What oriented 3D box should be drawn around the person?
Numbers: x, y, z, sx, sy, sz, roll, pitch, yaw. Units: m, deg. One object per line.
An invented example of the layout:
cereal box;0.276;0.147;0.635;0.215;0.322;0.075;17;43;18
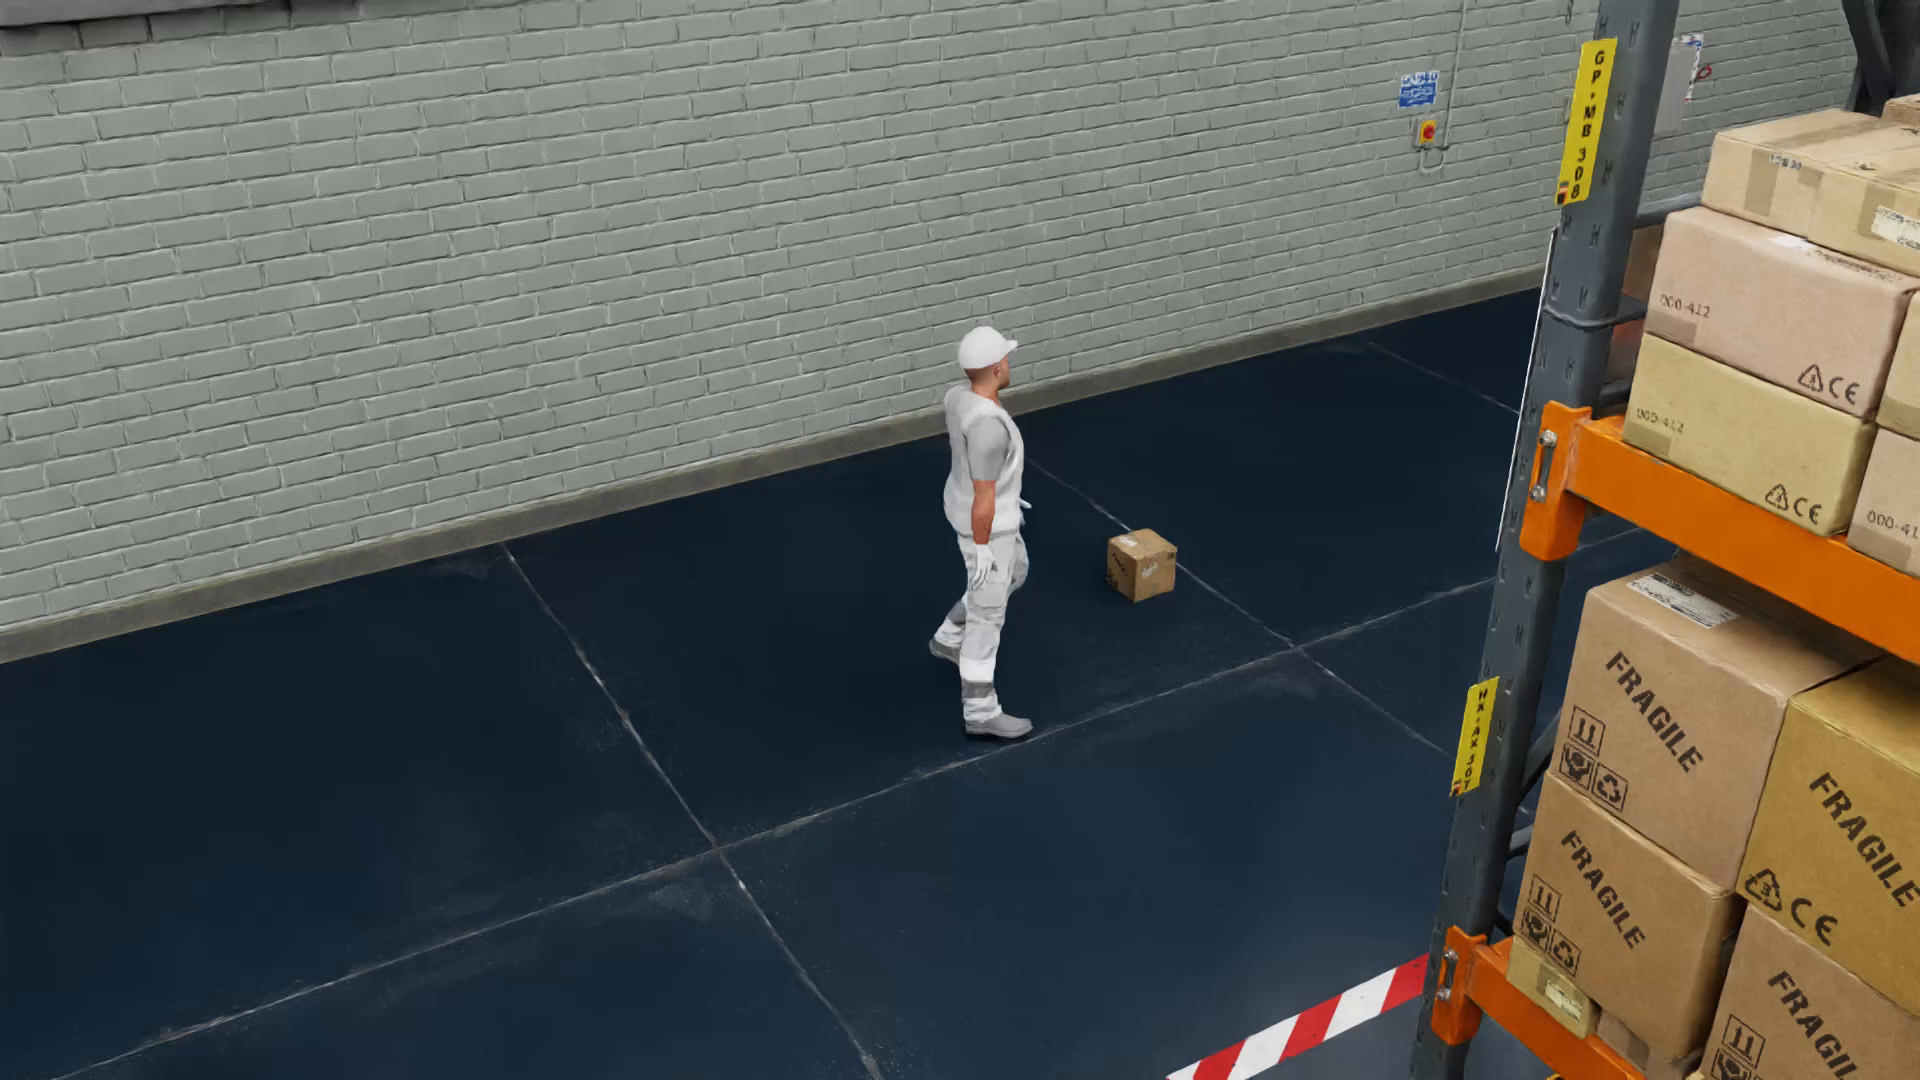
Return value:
person;0.135;-0.046;7.170;0.475;1.769;0.670;-7;29;-12
